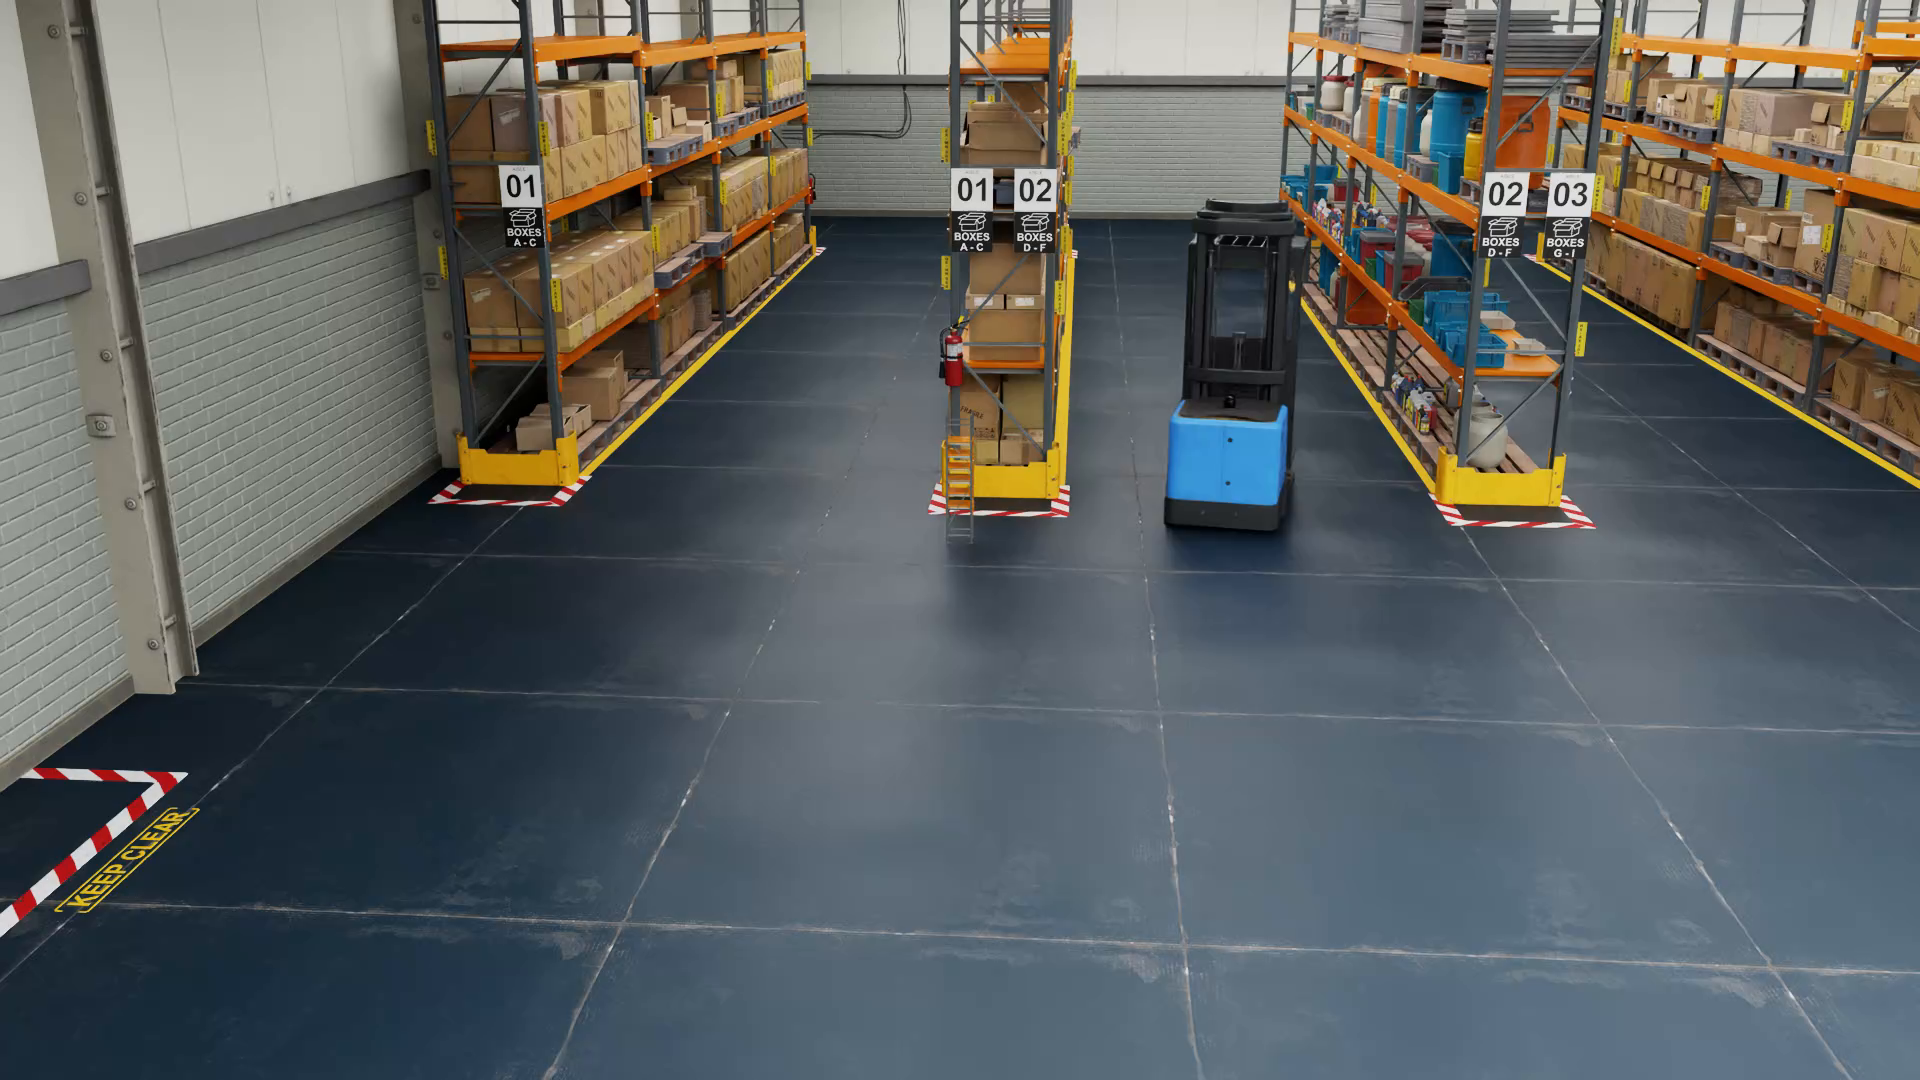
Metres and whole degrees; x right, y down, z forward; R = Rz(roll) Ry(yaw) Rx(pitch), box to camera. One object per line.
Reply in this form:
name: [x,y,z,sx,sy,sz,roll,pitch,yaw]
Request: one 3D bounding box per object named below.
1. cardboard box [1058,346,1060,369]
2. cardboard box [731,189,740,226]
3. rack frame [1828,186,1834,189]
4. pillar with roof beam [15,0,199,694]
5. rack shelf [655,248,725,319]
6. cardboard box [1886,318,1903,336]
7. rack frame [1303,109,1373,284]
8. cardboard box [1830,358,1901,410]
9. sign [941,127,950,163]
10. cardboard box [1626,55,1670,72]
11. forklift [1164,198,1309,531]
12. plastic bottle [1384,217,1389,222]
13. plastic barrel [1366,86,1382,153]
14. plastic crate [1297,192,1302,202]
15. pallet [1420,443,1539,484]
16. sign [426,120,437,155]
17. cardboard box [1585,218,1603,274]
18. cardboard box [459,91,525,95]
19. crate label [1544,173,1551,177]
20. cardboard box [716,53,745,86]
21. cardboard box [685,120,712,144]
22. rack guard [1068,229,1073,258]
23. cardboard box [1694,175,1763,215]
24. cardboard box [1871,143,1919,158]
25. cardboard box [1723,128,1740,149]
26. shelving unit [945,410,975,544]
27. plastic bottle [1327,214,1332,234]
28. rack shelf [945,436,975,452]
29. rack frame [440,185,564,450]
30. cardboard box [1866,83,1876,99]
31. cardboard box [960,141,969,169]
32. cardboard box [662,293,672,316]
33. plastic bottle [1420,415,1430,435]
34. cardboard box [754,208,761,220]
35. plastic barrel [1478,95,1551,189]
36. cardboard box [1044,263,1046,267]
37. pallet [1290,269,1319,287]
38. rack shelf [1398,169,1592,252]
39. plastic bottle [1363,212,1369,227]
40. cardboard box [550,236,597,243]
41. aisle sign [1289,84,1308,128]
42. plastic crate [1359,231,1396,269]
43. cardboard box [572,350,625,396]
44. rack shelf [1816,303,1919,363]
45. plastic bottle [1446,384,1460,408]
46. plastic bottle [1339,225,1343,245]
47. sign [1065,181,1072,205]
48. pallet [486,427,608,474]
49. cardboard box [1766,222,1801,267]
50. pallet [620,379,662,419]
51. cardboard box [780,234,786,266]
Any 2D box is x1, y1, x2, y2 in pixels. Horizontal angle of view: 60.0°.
cardboard box: [1.012,-2.319,21.251,0.500,0.250,0.500,2,18,5]
cardboard box: [-3.619,-5.005,25.037,0.500,0.500,0.500,2,18,6]
rack frame: [16.379,-6.510,30.300,1.000,3.000,0.127,1,18,4]
pillar with roof beam: [-1.478,-3.143,10.389,9.100,9.000,0.400,1,18,4]
rack shelf: [-4.099,-3.536,22.380,1.077,0.370,4.000,1,18,4]
cardboard box: [10.169,-2.280,17.793,0.380,0.149,0.250,1,18,4]
rack frame: [6.212,-5.520,27.280,1.000,3.000,0.127,1,18,4]
cardboard box: [10.510,-1.814,19.307,0.500,0.500,0.500,1,18,2]
sign: [-0.129,-3.730,15.705,0.100,0.325,0.005,1,18,4]
cardboard box: [11.226,-7.778,27.153,0.500,0.250,0.500,0,18,0]
forklift: [2.785,-1.898,16.335,1.130,2.935,3.031,5,19,14]
plastic bottle: [6.407,-4.708,24.987,0.061,0.283,0.133,1,18,4]
plastic barrel: [5.603,-5.454,21.571,0.600,0.830,0.708,1,18,4]
plastic crate: [6.037,-5.971,28.983,0.293,0.136,0.466,1,18,4]
pallet: [5.374,-0.745,17.185,1.003,0.211,1.213,1,18,4]
sign: [-5.082,-3.879,16.033,0.100,0.325,0.005,1,18,4]
cardboard box: [11.344,-5.082,28.681,0.875,0.875,0.875,1,18,4]
cardboard box: [-4.731,-4.282,16.884,0.500,0.500,0.500,2,18,7]
crate label: [5.816,-3.722,17.214,0.502,0.251,0.408,1,18,4]
cardboard box: [-3.852,-7.921,27.992,0.500,0.500,0.500,1,18,3]
cardboard box: [-3.738,-5.662,23.007,0.500,0.311,0.500,1,18,4]
rack guard: [1.553,-5.663,31.730,1.175,0.500,0.348,1,18,4]
cardboard box: [10.934,-4.918,23.672,0.797,0.503,0.637,2,18,6]
cardboard box: [10.297,-4.291,18.310,0.380,0.149,0.250,0,18,1]
cardboard box: [10.578,-5.381,22.280,0.500,0.250,0.500,2,18,5]
shelving unit: [-0.001,-0.566,15.049,0.258,1.200,0.189,1,18,4]
plastic bottle: [5.634,-4.812,25.304,0.061,0.283,0.133,1,18,4]
rack shelf: [-0.001,-0.866,14.951,0.258,0.103,0.180,1,18,4]
rack frame: [-4.530,-2.015,16.581,1.000,3.000,0.127,1,18,4]
cardboard box: [16.052,-7.809,28.886,0.500,0.250,0.500,1,18,3]
cardboard box: [0.231,-3.889,16.826,0.500,0.250,0.500,1,18,4]
cardboard box: [-4.145,-3.162,22.186,0.500,0.250,0.500,1,18,2]
plastic bottle: [5.046,-1.253,18.044,0.097,0.201,0.097,0,18,0]
cardboard box: [-3.430,-5.279,26.914,0.380,0.149,0.250,1,18,4]
plastic barrel: [5.260,-3.776,15.776,0.600,0.830,0.708,1,18,4]
cardboard box: [0.784,-2.937,18.194,0.380,0.149,0.250,2,18,6]
pallet: [6.226,-4.425,28.414,1.003,0.211,1.213,1,18,4]
rack shelf: [5.495,-3.498,17.447,1.077,0.370,4.000,1,18,4]
plastic bottle: [6.292,-4.943,25.724,0.097,0.271,0.097,0,18,0]
cardboard box: [-4.526,-3.250,19.355,0.500,0.500,0.500,1,18,4]
aisle sign: [6.208,-8.027,30.755,0.394,0.787,0.004,1,18,4]
plastic crate: [5.504,-3.813,21.968,0.402,0.464,0.583,1,18,4]
cardboard box: [-4.277,-1.955,19.707,0.500,0.500,0.500,0,18,0]
rack shelf: [10.436,-1.962,17.576,1.077,0.370,4.000,1,18,4]
plastic bottle: [5.717,-1.680,19.227,0.152,0.276,0.135,1,18,4]
plastic bottle: [5.545,-4.429,24.138,0.061,0.283,0.133,1,18,4]
sign: [1.539,-4.929,23.615,0.100,0.325,0.005,1,18,4]
pallet: [-4.431,-0.965,17.855,1.003,0.211,1.213,1,18,4]
cardboard box: [10.611,-3.714,20.928,0.797,0.503,0.637,3,18,10]
pallet: [-4.256,-1.722,20.168,1.003,0.211,1.213,1,18,4]
cardboard box: [-3.474,-5.139,29.457,0.700,0.500,0.500,1,18,3]
